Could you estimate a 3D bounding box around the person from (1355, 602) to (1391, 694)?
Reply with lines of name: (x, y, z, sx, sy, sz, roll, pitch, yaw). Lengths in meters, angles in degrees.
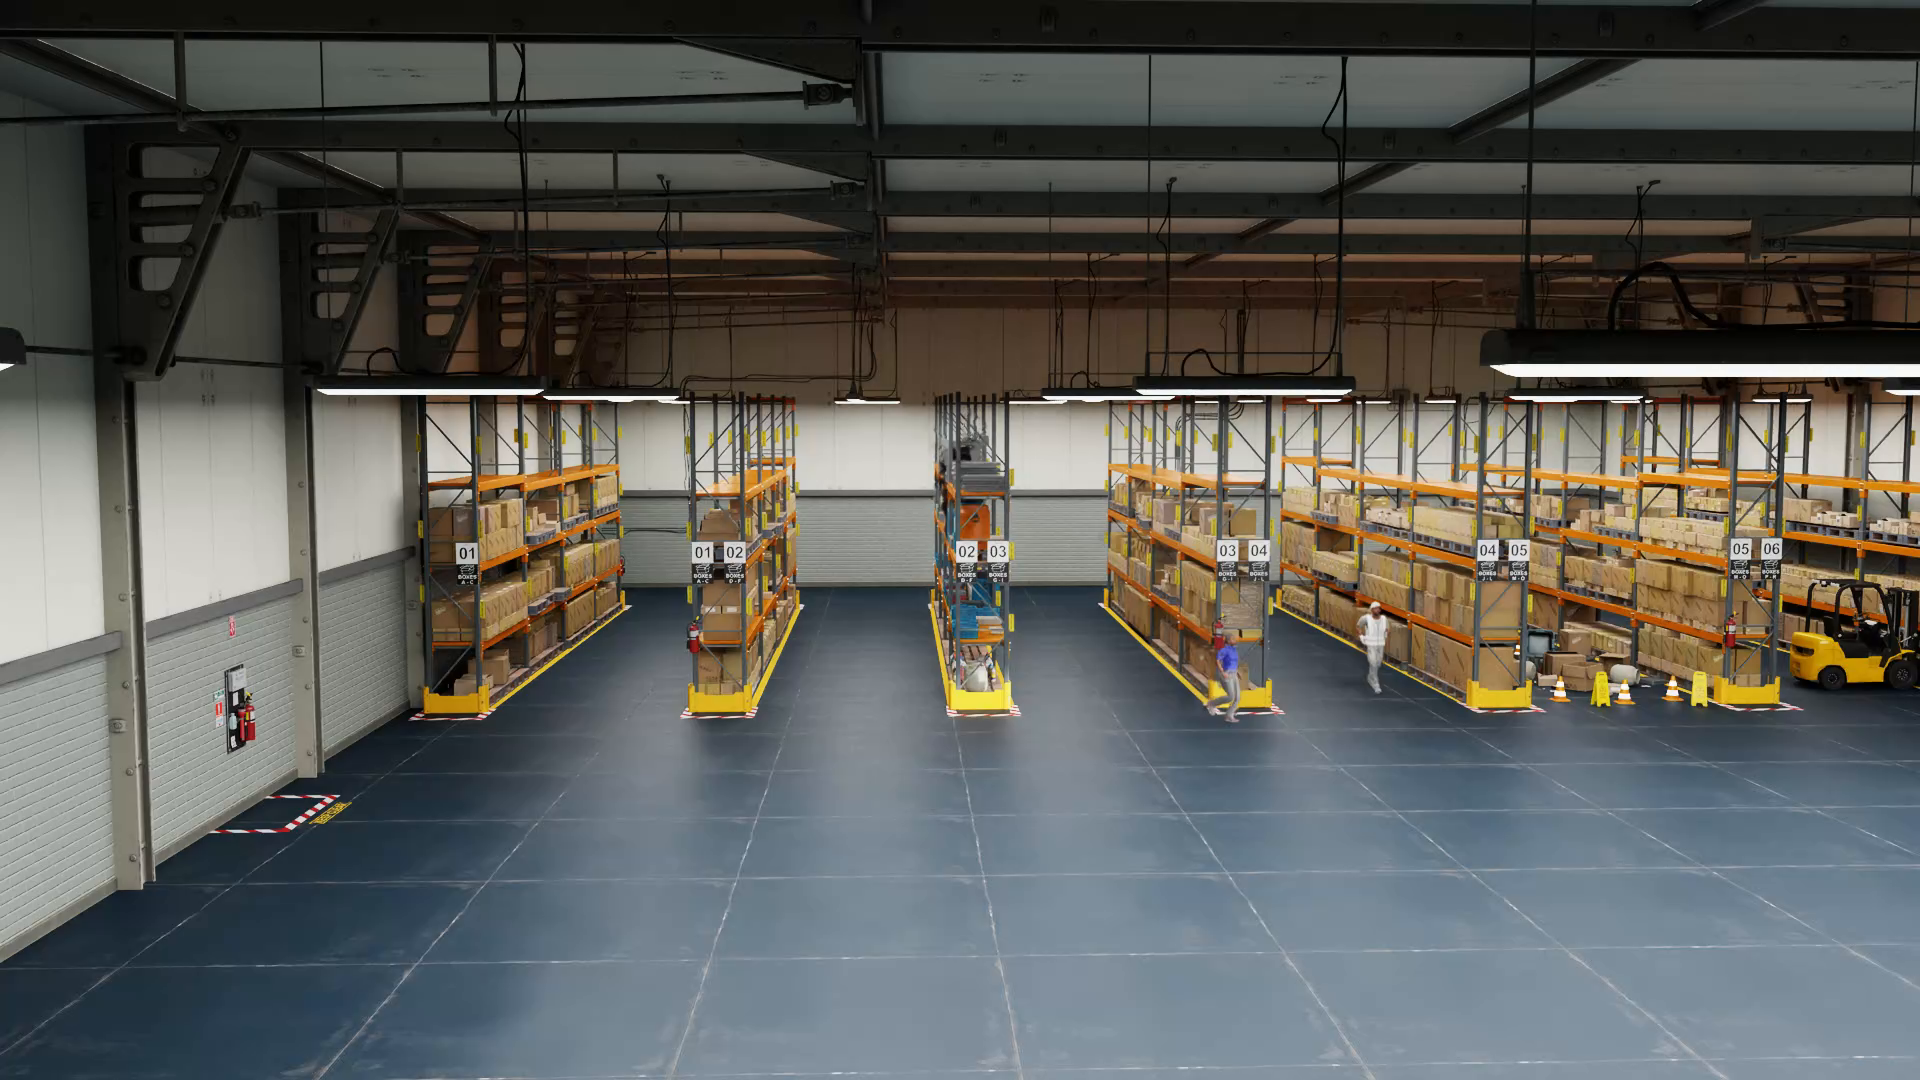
person: (8.375, 2.138, 33.539, 0.680, 1.800, 0.808, -1, 5, -11)

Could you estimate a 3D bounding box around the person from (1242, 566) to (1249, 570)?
person: (8.458, 1.002, 48.327, 0.680, 1.790, 0.763, -3, 5, -29)

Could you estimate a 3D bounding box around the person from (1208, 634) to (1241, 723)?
person: (4.887, 2.504, 30.343, 0.605, 1.590, 0.636, 3, 6, 34)
